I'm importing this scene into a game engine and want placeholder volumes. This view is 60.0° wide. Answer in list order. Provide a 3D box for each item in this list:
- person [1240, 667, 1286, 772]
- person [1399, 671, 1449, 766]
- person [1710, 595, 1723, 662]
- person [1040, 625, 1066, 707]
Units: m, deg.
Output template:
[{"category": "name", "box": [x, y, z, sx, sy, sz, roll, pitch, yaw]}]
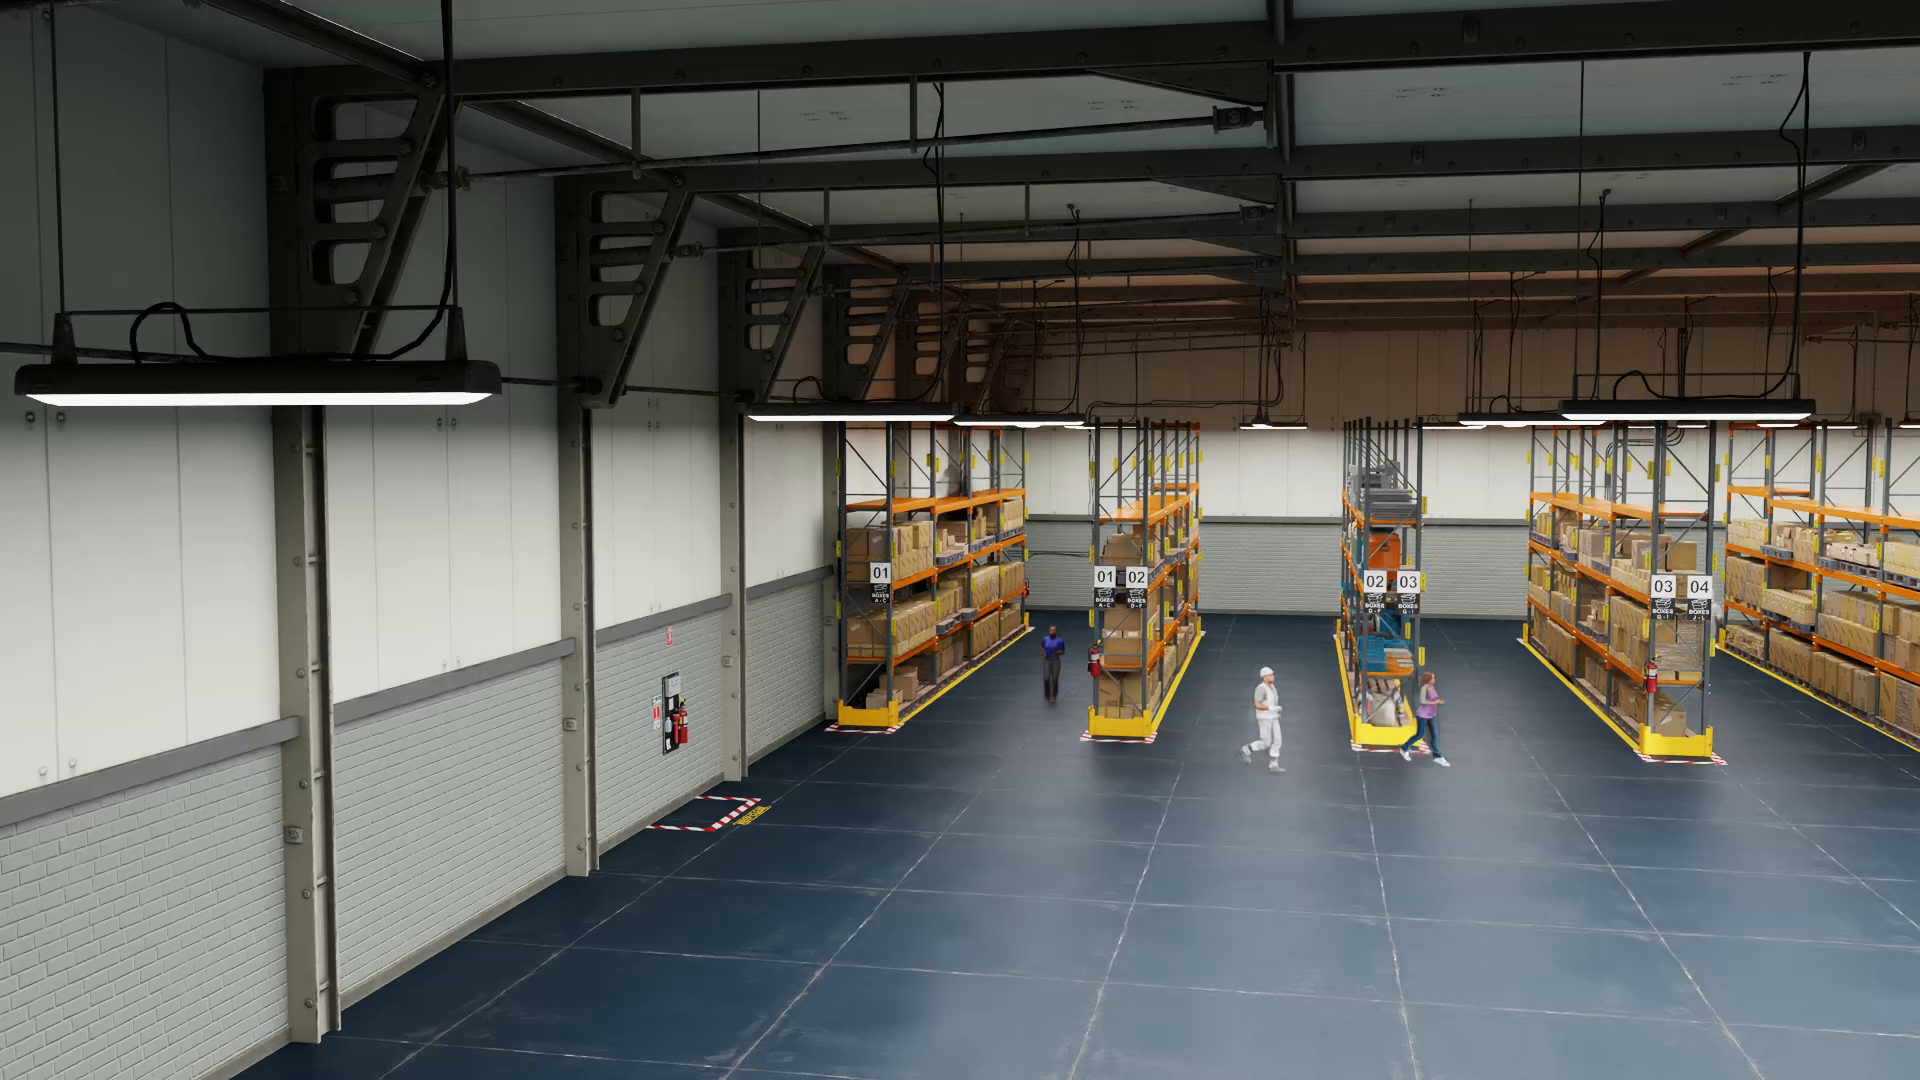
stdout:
[{"category": "person", "box": [5.144, 3.019, 28.049, 0.816, 1.759, 0.664, 3, 5, 38]}, {"category": "person", "box": [7.967, 3.035, 28.480, 0.882, 1.592, 0.548, 3, 5, 43]}, {"category": "person", "box": [18.290, 2.193, 40.754, 0.722, 1.825, 0.917, 1, 4, 9]}, {"category": "person", "box": [1.942, 2.638, 34.936, 0.554, 1.718, 0.766, 0, 4, 7]}]
